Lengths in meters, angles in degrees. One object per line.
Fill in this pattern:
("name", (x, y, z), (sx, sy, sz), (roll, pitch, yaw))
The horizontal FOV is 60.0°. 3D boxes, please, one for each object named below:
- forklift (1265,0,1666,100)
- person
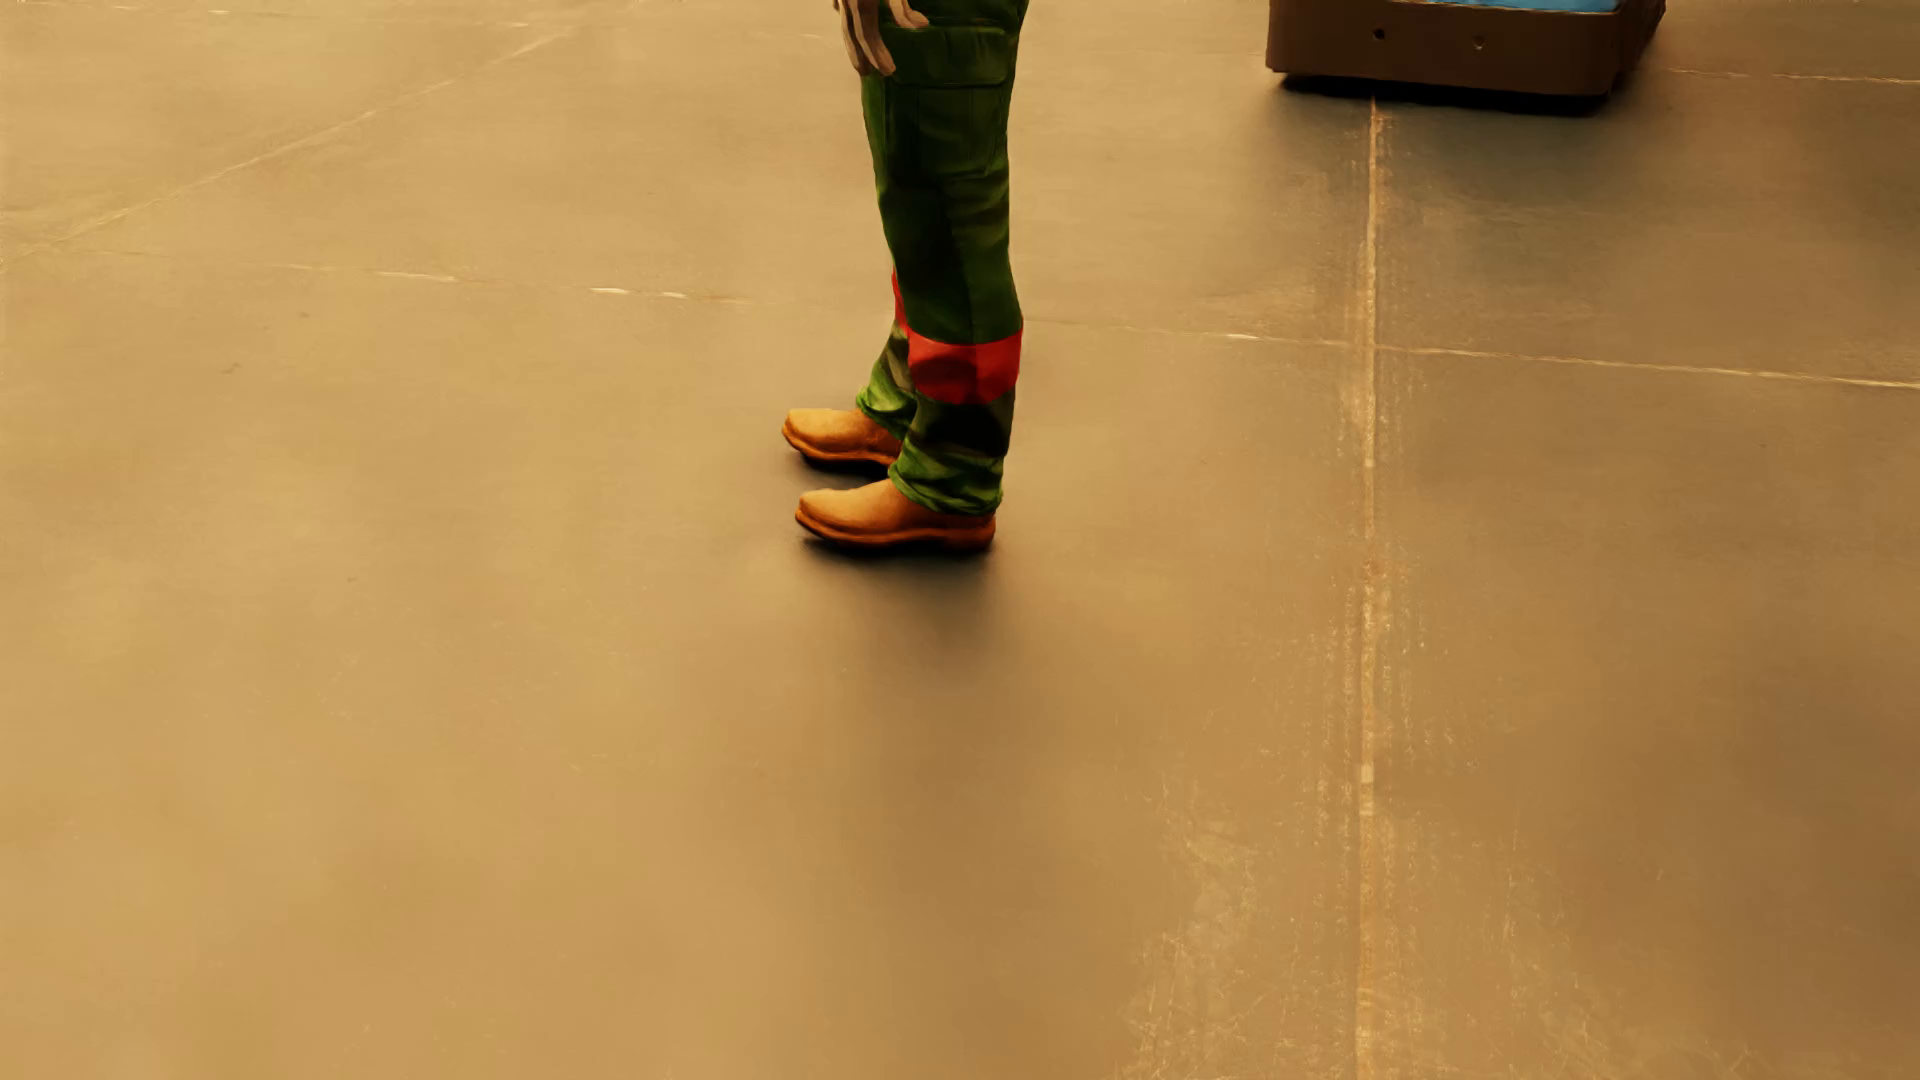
("forklift", (2.074, -3.270, 5.727), (1.130, 2.935, 3.031), (12, 29, 22))
("person", (-0.076, -0.818, 2.119), (0.563, 1.787, 0.637), (6, 27, 11))
